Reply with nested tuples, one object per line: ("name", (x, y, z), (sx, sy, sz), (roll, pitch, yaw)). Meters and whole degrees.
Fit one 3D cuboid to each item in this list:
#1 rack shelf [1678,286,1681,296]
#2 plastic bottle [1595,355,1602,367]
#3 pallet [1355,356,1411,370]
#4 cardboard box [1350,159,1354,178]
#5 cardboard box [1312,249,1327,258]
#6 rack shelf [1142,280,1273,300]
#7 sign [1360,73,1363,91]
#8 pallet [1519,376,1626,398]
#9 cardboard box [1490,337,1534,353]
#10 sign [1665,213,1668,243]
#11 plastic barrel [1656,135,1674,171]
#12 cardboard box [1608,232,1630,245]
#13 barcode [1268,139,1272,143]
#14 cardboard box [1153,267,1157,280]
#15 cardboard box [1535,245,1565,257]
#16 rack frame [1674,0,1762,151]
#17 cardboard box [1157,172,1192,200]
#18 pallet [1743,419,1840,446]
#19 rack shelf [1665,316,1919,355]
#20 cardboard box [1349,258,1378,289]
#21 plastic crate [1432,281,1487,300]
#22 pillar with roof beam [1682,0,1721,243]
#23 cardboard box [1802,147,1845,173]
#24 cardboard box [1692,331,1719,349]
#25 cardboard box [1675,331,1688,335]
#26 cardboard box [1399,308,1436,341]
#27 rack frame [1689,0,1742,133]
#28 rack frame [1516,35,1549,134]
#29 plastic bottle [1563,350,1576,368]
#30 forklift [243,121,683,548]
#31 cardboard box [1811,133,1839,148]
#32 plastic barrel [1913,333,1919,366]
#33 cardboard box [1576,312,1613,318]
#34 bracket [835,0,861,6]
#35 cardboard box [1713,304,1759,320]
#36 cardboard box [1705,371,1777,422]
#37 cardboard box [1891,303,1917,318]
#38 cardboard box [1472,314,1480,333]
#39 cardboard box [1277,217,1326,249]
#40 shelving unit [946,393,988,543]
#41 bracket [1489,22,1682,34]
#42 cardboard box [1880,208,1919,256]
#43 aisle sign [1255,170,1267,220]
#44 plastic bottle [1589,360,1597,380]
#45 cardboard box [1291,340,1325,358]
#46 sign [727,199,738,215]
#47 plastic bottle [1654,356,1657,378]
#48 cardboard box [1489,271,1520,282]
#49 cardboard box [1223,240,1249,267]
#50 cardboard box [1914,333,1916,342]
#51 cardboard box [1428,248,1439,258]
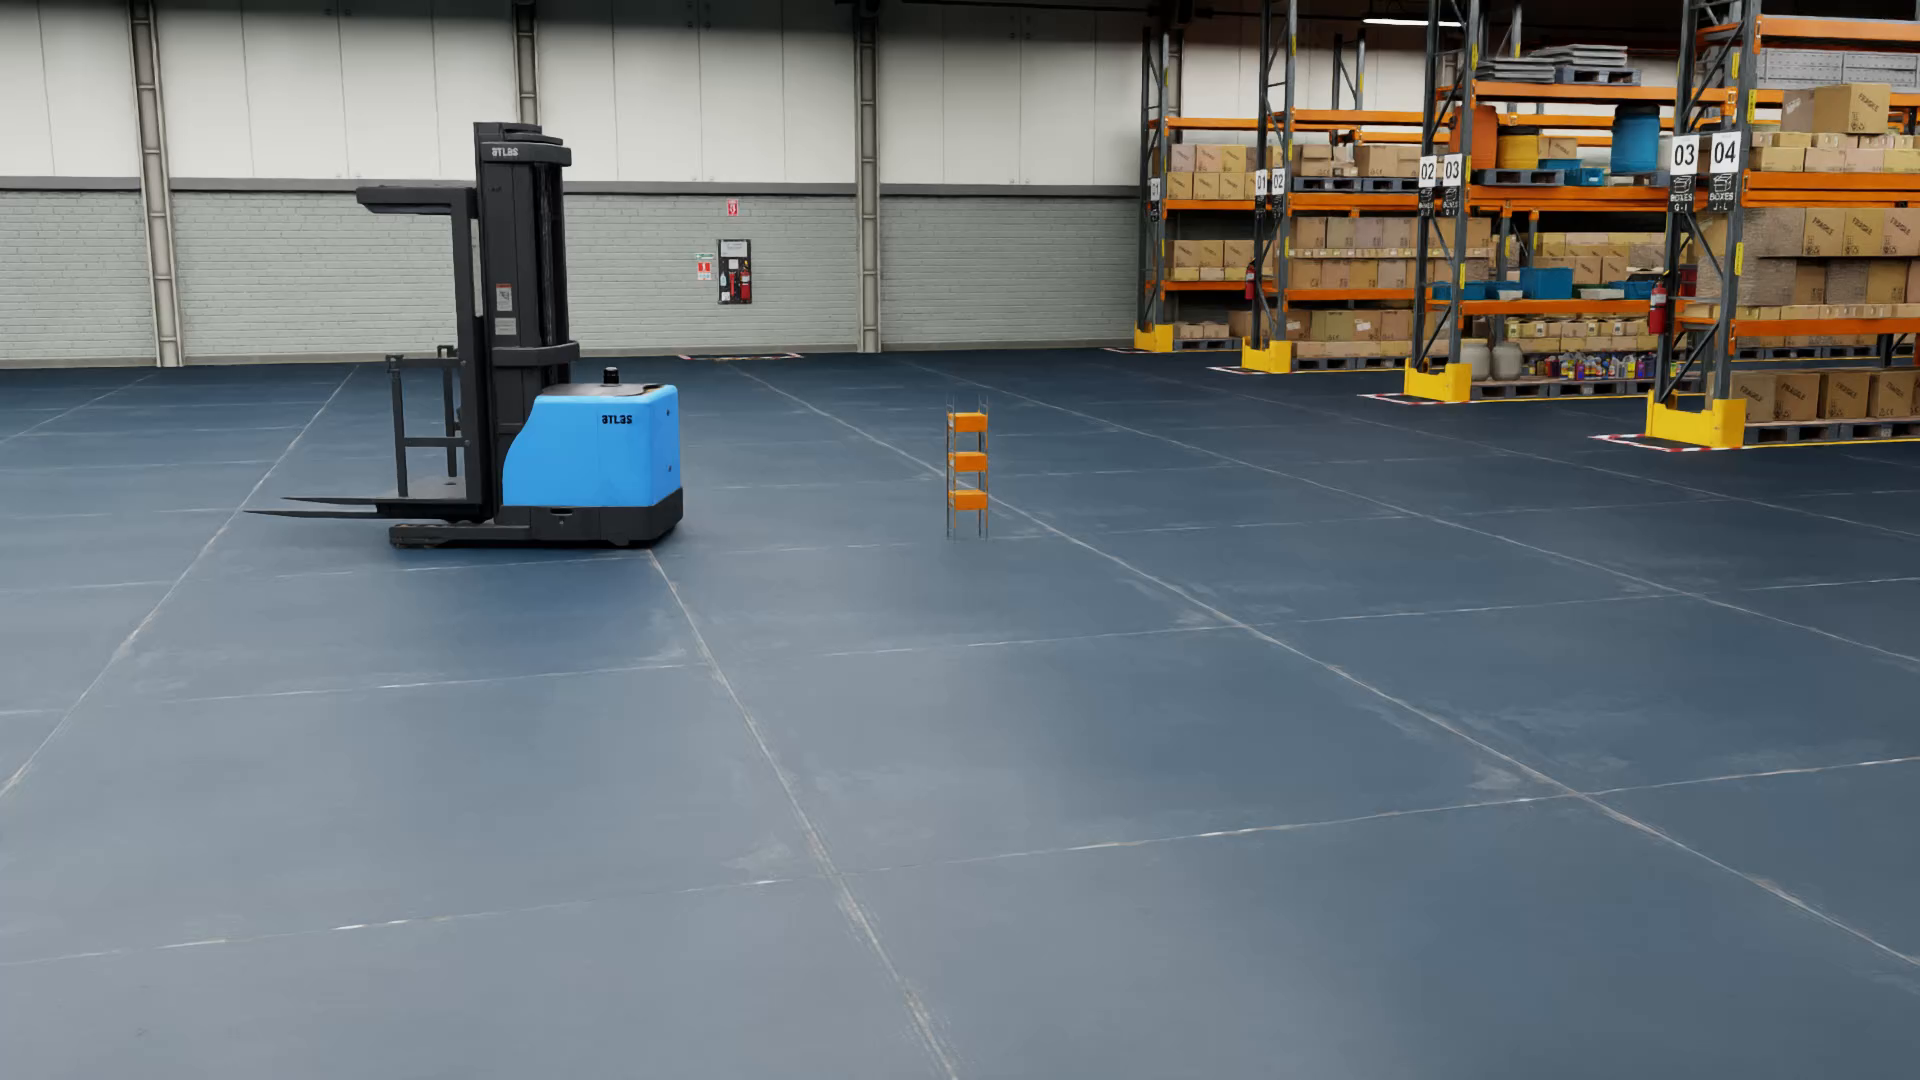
("rack shelf", (10.774, -4.206, 28.595), (4.000, 0.370, 1.077), (-3, 11, -16))
("plastic bottle", (9.032, -2.480, 23.552), (0.097, 0.271, 0.097), (0, 10, 0))
("pallet", (6.905, -2.992, 27.715), (1.213, 0.211, 1.003), (-3, 11, -16))
("cardboard box", (6.579, -6.095, 27.285), (0.500, 0.311, 0.500), (-2, 11, -9))
("cardboard box", (5.703, -4.621, 26.793), (0.250, 0.149, 0.380), (-3, 11, -17))
("rack shelf", (5.546, -4.865, 32.172), (4.000, 0.370, 1.077), (-3, 11, -16))
("sign", (7.600, -8.673, 31.505), (0.005, 0.325, 0.100), (-3, 11, -16))
("pallet", (8.405, -2.137, 23.070), (1.213, 0.211, 1.003), (-3, 11, -16))
("cardboard box", (9.311, -3.290, 28.068), (0.500, 0.250, 0.500), (-3, 11, -17))
("sign", (7.643, -3.356, 17.922), (0.005, 0.325, 0.100), (-3, 11, -16))
("plastic barrel", (9.767, -5.346, 23.049), (0.421, 0.512, 0.421), (0, 10, 0))
("cardboard box", (13.298, -6.154, 33.968), (0.500, 0.250, 0.500), (-3, 11, -17))
("barcode", (6.011, -7.733, 32.237), (0.075, 0.075, 0.001), (-3, 11, -16))
("cardboard box", (4.020, -5.111, 31.881), (0.500, 0.250, 0.500), (-3, 11, -15))
("cardboard box", (11.844, -5.707, 33.611), (0.500, 0.500, 0.500), (-3, 11, -14))
("rack frame", (7.779, -5.484, 16.982), (0.127, 3.000, 1.000), (-3, 11, -16))
("cardboard box", (4.016, -6.625, 31.131), (0.500, 0.500, 0.500), (-3, 11, -14))
("pallet", (8.642, -1.201, 17.989), (1.213, 0.211, 1.003), (-3, 11, -16))
("rack shelf", (9.699, -2.281, 18.140), (4.000, 0.370, 1.077), (-3, 11, -16))
("cardboard box", (6.447, -4.378, 27.268), (0.500, 0.500, 0.700), (-3, 11, -16))
("plastic crate", (6.791, -3.399, 22.636), (0.616, 0.251, 0.499), (-3, 11, -16))
("pillar with roof beam", (16.781, -8.112, 31.257), (0.548, 9.000, 9.100), (-3, 11, -16))
("cardboard box", (8.807, -3.942, 17.303), (0.500, 0.250, 0.500), (-3, 11, -17))
("cardboard box", (13.212, -3.621, 29.122), (0.500, 0.500, 0.500), (-3, 11, -14))
("cardboard box", (12.261, -3.722, 28.864), (0.500, 0.311, 0.500), (-3, 11, -14))
("cardboard box", (7.508, -3.571, 27.522), (0.500, 0.500, 0.500), (-3, 11, -16))
("rack frame", (10.235, -6.548, 22.759), (0.127, 3.000, 1.000), (-3, 11, -16))
("rack frame", (11.307, -8.472, 33.213), (0.127, 3.000, 1.000), (-3, 11, -16))
("plastic bottle", (8.576, -2.502, 23.452), (0.185, 0.351, 0.144), (-3, 11, -14))
("forklift", (-3.625, -1.476, 11.971), (3.031, 2.935, 1.130), (1, 10, 3))
("cardboard box", (8.873, -4.137, 17.262), (0.250, 0.149, 0.380), (-3, 11, -14))
("plastic barrel", (14.541, -2.967, 24.711), (0.708, 0.830, 0.600), (-3, 11, -16))
("cardboard box", (12.892, -4.729, 34.226), (0.750, 0.750, 0.750), (-3, 11, -16))
("bracket", (-2.004, -9.637, 29.599), (0.430, 0.232, 0.235), (-3, 11, -16))
("cardboard box", (8.119, -2.383, 17.401), (0.250, 0.149, 0.380), (-3, 11, -16))
("cardboard box", (8.383, -1.540, 17.870), (0.500, 0.500, 0.500), (-1, 10, -5))
("cardboard box", (10.051, -2.477, 17.913), (0.250, 0.149, 0.380), (-3, 11, -16))
("cardboard box", (10.103, -4.458, 33.664), (0.500, 0.500, 0.700), (-3, 11, -16))
("cardboard box", (5.516, -4.967, 26.885), (0.500, 0.500, 0.700), (-3, 11, -16))
("shelving unit", (0.051, -0.519, 11.966), (0.252, 1.050, 0.215), (-3, 11, -16))
("bracket", (12.788, -10.417, 33.834), (4.783, 0.066, 0.076), (-3, 11, -16))
("cardboard box", (9.823, -3.278, 17.706), (0.500, 0.500, 0.500), (-3, 11, -16))
("aisle sign", (4.868, -5.582, 26.905), (0.004, 0.787, 0.394), (-3, 11, -16))
("plastic bottle", (8.647, -2.329, 22.736), (0.097, 0.271, 0.097), (0, 10, 0))
("cardboard box", (5.591, -3.099, 27.029), (0.500, 0.250, 0.500), (-3, 11, -16))
("sign", (-4.124, -6.038, 30.156), (0.199, 0.298, 0.001), (-3, 11, -16))
("plastic bottle", (9.697, -2.428, 23.053), (0.185, 0.351, 0.144), (-3, 11, -17))
("cardboard box", (9.315, -4.417, 28.171), (0.500, 0.250, 0.500), (-2, 11, -12))
("cardboard box", (5.143, -5.442, 31.611), (0.500, 0.500, 0.500), (-3, 11, -18))
("cardboard box", (17.723, -3.874, 31.014), (0.500, 0.311, 0.500), (-3, 11, -16))
("cardboard box", (7.675, -4.725, 27.358), (0.250, 0.149, 0.380), (-3, 11, -16))
